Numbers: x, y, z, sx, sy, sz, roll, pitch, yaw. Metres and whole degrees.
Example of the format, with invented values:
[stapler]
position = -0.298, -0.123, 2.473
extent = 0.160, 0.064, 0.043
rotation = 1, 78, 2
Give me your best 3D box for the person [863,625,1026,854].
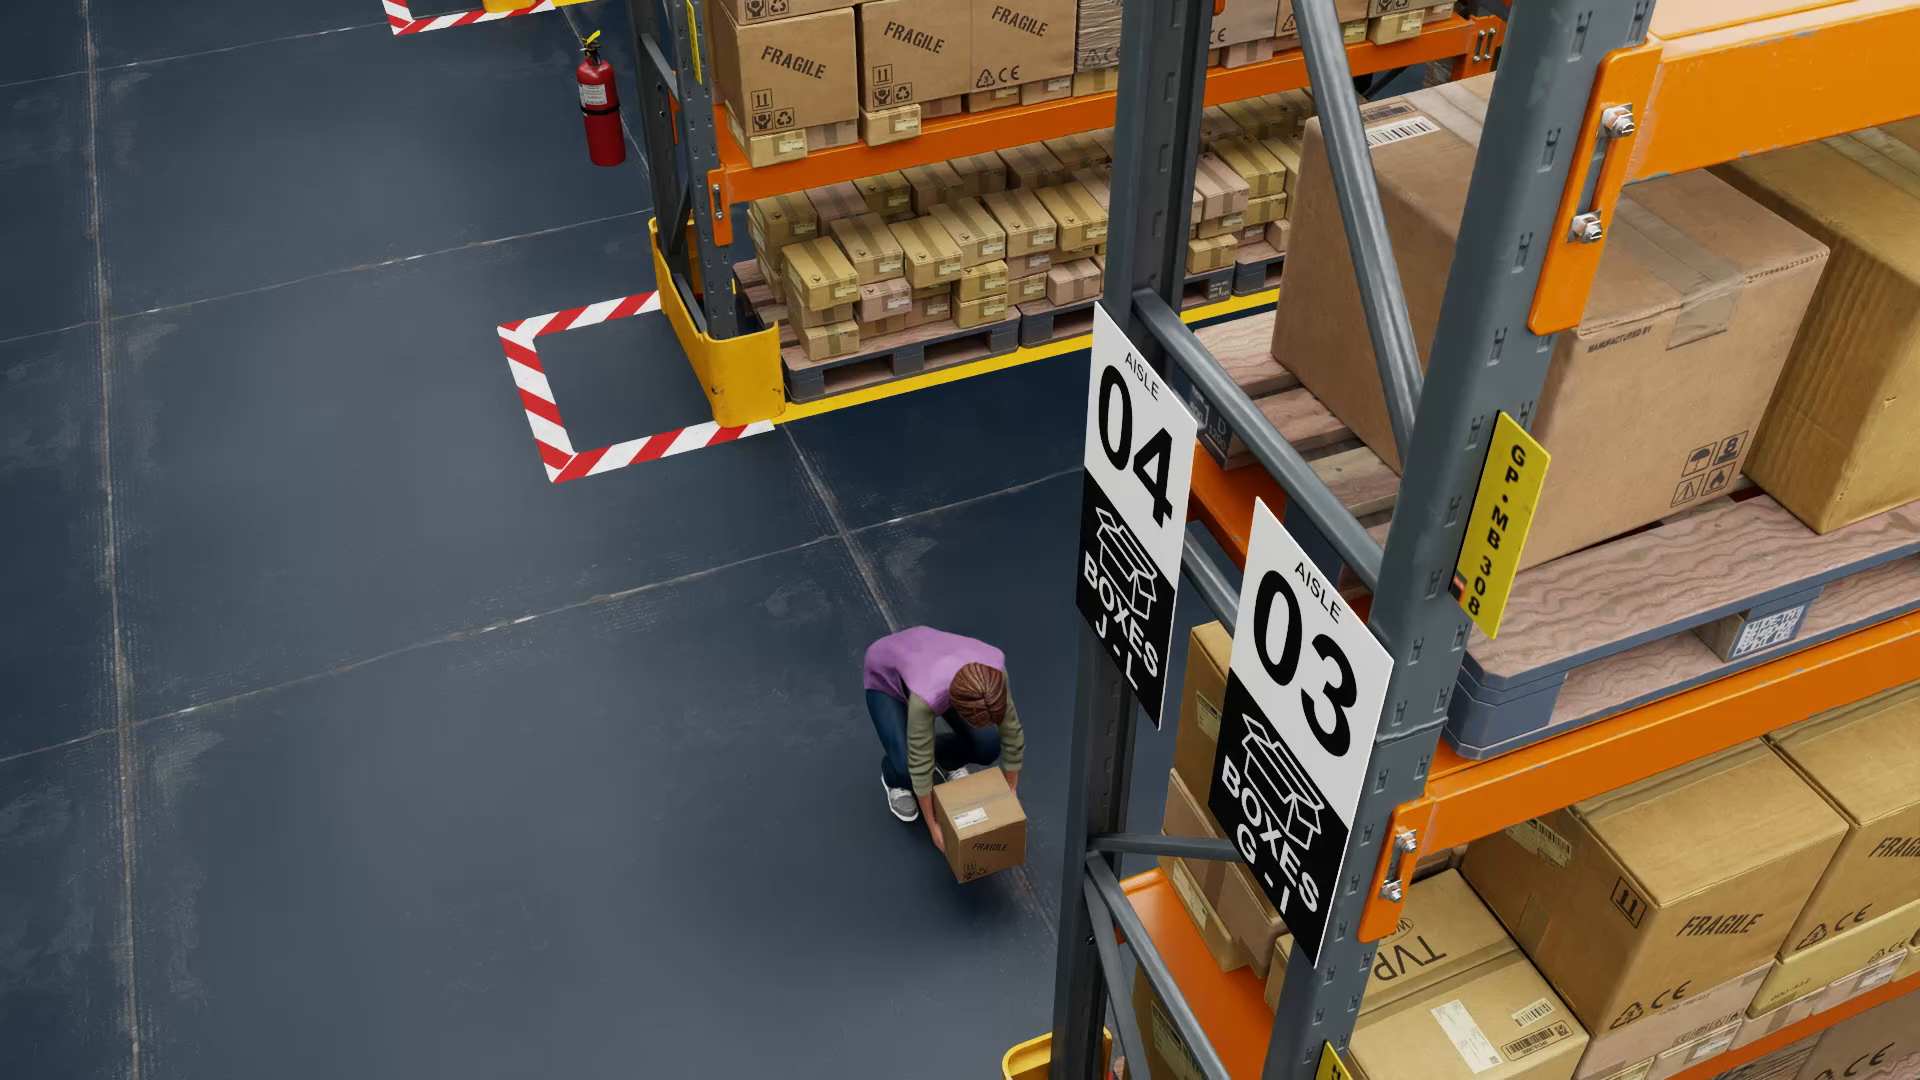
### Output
[person]
position = -0.064, 0.643, 5.945
extent = 0.453, 0.948, 0.782
rotation = -16, 45, -16
